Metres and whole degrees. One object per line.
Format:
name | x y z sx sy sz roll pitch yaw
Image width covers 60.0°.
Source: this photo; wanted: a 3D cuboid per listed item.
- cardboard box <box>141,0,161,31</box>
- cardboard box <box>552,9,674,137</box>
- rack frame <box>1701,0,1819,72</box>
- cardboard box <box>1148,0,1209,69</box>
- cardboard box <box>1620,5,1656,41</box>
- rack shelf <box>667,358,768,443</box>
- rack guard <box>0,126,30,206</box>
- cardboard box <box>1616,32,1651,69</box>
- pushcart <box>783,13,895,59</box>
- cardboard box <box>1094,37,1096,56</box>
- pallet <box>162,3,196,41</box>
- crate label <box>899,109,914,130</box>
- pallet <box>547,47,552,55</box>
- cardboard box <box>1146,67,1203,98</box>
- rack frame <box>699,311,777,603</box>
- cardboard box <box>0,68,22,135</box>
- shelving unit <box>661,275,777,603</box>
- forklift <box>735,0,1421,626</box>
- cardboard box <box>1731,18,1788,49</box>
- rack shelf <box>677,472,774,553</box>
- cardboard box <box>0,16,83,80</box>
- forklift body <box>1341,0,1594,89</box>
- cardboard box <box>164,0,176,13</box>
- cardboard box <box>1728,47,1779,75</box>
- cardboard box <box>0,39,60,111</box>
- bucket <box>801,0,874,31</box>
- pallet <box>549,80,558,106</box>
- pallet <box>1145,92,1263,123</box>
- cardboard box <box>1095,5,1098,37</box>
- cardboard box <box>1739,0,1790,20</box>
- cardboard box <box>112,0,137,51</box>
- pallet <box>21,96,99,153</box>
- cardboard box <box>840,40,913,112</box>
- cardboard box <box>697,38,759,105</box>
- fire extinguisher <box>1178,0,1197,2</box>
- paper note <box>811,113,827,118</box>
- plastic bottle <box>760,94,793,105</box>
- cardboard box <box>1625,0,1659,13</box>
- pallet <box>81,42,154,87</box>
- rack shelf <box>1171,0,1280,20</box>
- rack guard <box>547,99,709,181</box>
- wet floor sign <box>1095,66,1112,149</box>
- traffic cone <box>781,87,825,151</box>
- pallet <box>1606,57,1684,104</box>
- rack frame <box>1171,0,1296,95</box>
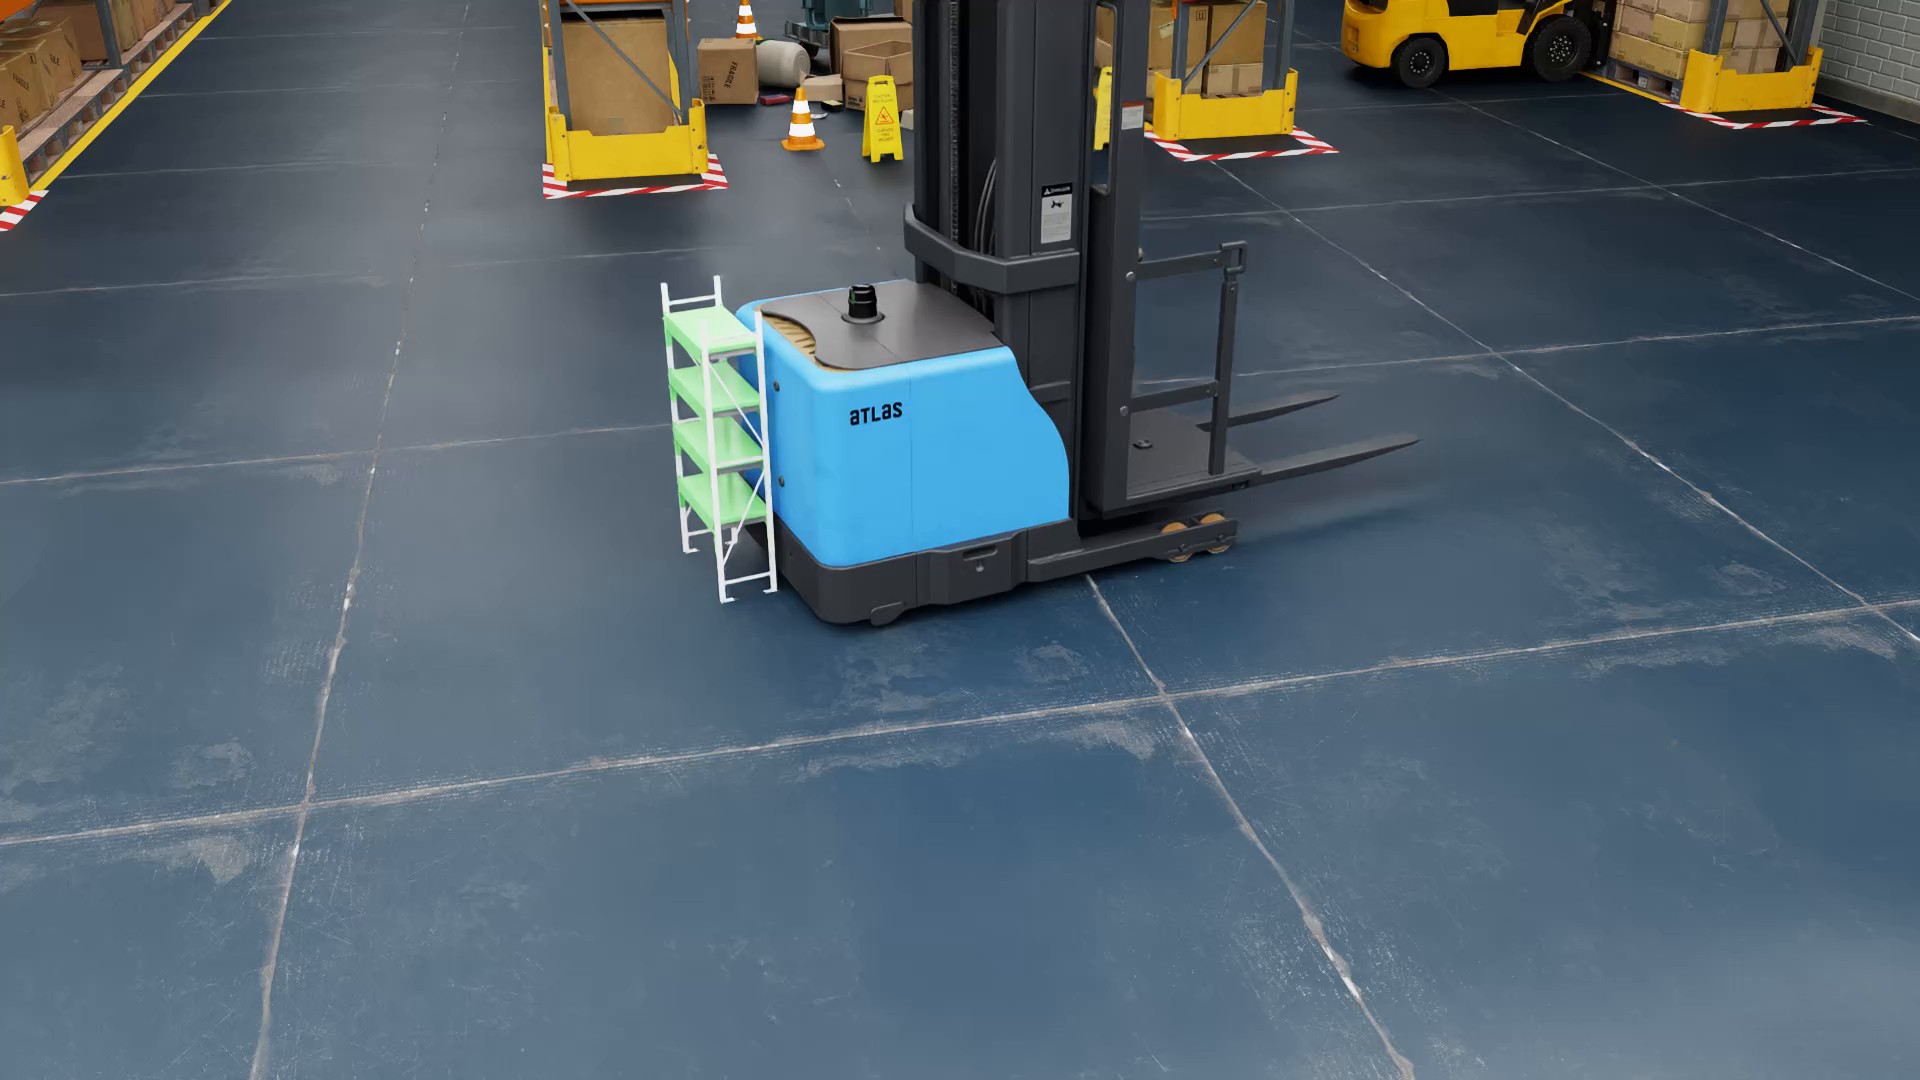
cardboard box | -8.772 -5.563 17.229 0.700 0.500 0.500 -4 27 -7
cardboard box | -2.774 -3.742 13.227 0.875 0.875 0.875 -6 27 -11
rack frame | 7.078 -5.265 14.352 1.000 3.000 0.127 -6 27 -12
cardboard box | 1.809 -4.379 14.351 0.500 0.500 0.500 -6 27 -11
cardboard box | 6.562 -4.851 15.564 0.500 0.250 0.500 -6 27 -12
rack shelf | -0.970 -0.562 6.640 0.258 0.148 0.480 -12 29 -23
rack guard | -7.429 -2.671 11.986 1.175 0.500 0.348 -6 27 -12
cardboard box | 6.562 -4.619 15.657 0.500 0.250 0.500 -6 27 -12
pushcart | -0.868 -5.091 16.918 1.648 0.377 0.936 -16 31 -29
cardboard box | 1.465 -4.723 15.864 0.500 0.250 0.500 -6 27 -12
pallet | -9.040 -5.677 18.263 1.003 0.211 1.213 -6 27 -12
crate label | -0.353 -3.616 14.262 0.250 0.136 0.298 -23 35 -38
pallet | -3.705 -5.055 17.030 1.003 0.211 1.213 -6 27 -12
cardboard box | 1.794 -4.057 14.545 0.500 0.250 0.500 -6 27 -12
rack frame | -0.864 -0.306 6.524 0.240 1.200 0.015 -12 29 -23
cardboard box | -7.704 -3.359 12.885 0.500 0.500 0.500 1 27 2
shelving unit | -0.970 -0.405 6.720 0.258 1.200 0.503 -12 29 -23
forklift | 0.624 -1.414 6.798 3.031 2.935 1.130 -12 29 -23
cardboard box | 7.175 -4.676 15.215 0.500 0.250 0.500 -5 27 -11
rack shelf | -0.970 -0.133 6.857 0.258 0.148 0.480 -12 29 -23
cardboard box | -8.262 -4.401 14.949 0.500 0.500 0.500 -7 28 -13
forklift body | 4.874 -5.533 15.826 2.313 2.155 1.214 -6 27 -12
cardboard box | -9.044 -6.054 18.200 0.700 0.500 0.500 -7 28 -14
cardboard box | 7.158 -4.461 15.344 0.500 0.250 0.500 -6 27 -11
cardboard box | -7.909 -3.886 13.928 0.500 0.500 0.500 -8 28 -16
bucket | -1.181 -5.360 16.486 0.726 0.611 0.620 3 17 6
pallet | -3.085 -3.845 14.634 1.003 0.211 1.213 -6 27 -12
pallet | 2.077 -3.908 14.759 1.003 0.211 1.213 -6 27 -12
cardboard box | 1.459 -5.062 15.704 0.500 0.500 0.500 -5 27 -9
cardboard box | 7.154 -4.902 15.108 0.500 0.250 0.500 -6 27 -12
cardboard box | -8.520 -5.073 16.257 0.700 0.500 0.500 -6 27 -12
pallet | -7.849 -3.436 13.824 1.003 0.211 1.213 -6 27 -12
cardboard box | -0.619 -4.159 14.931 0.637 0.503 0.797 19 32 32
cardboard box | -2.108 -4.276 15.165 0.500 0.500 0.500 -1 27 -3
fire extinguisher | 1.820 -4.628 13.176 0.296 0.674 0.183 -6 27 -12
paper note | -1.247 -3.729 14.605 0.144 0.017 0.142 3 27 6
plastic bottle | -1.666 -4.011 15.128 0.283 0.061 0.133 -16 31 -29
cardboard box | 6.550 -5.065 15.433 0.500 0.250 0.500 -5 27 -11
pallet | -8.490 -4.606 16.141 1.003 0.211 1.213 -6 27 -12
rack shelf | 1.792 -5.316 15.252 1.077 0.370 4.000 -6 27 -12
rack guard | -2.551 -3.086 12.809 1.175 0.500 0.348 -6 27 -12
wet floor sign | 1.244 -3.516 13.501 0.267 0.644 0.232 3 27 6
traffic cone | -1.293 -3.457 13.586 0.336 0.463 0.334 -6 27 -12
pallet | 6.865 -4.352 15.637 1.003 0.211 1.213 -6 27 -12
rack frame | 2.243 -4.759 13.351 1.000 3.000 0.127 -6 27 -12
